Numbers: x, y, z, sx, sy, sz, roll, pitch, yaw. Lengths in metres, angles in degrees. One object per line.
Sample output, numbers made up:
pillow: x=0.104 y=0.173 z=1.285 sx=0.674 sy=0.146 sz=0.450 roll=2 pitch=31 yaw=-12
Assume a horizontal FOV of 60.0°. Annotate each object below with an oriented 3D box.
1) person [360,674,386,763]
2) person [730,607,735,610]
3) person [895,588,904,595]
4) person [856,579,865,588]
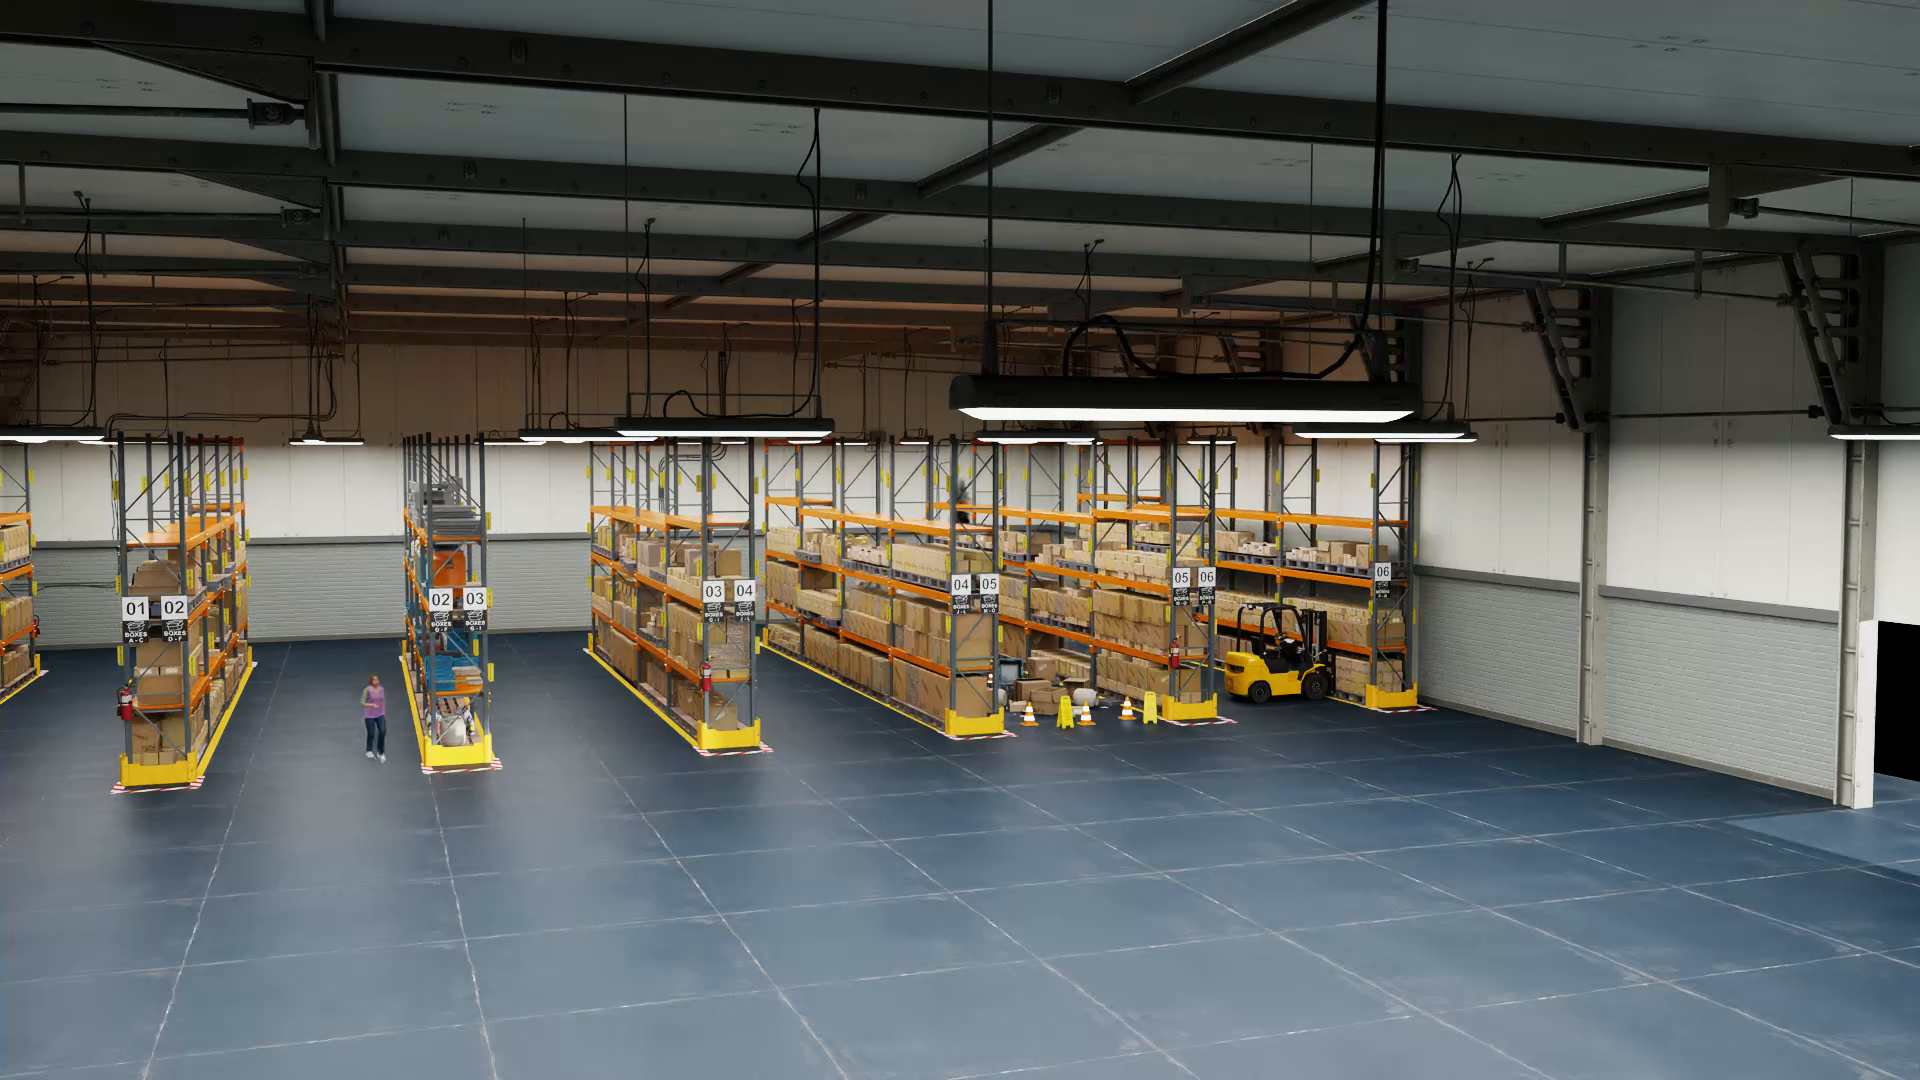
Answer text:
person: x=-10.684 y=3.253 z=30.324 sx=0.526 sy=1.641 sz=0.707 roll=-2 pitch=4 yaw=-37
person: x=-6.760 y=2.216 z=47.565 sx=0.710 sy=1.743 sz=0.891 roll=0 pitch=3 yaw=-3
person: x=-1.956 y=2.018 z=51.097 sx=0.726 sy=1.818 sz=0.641 roll=-1 pitch=3 yaw=-12
person: x=-3.046 y=2.146 z=50.610 sx=0.775 sy=1.546 sz=0.732 roll=-1 pitch=3 yaw=-13
